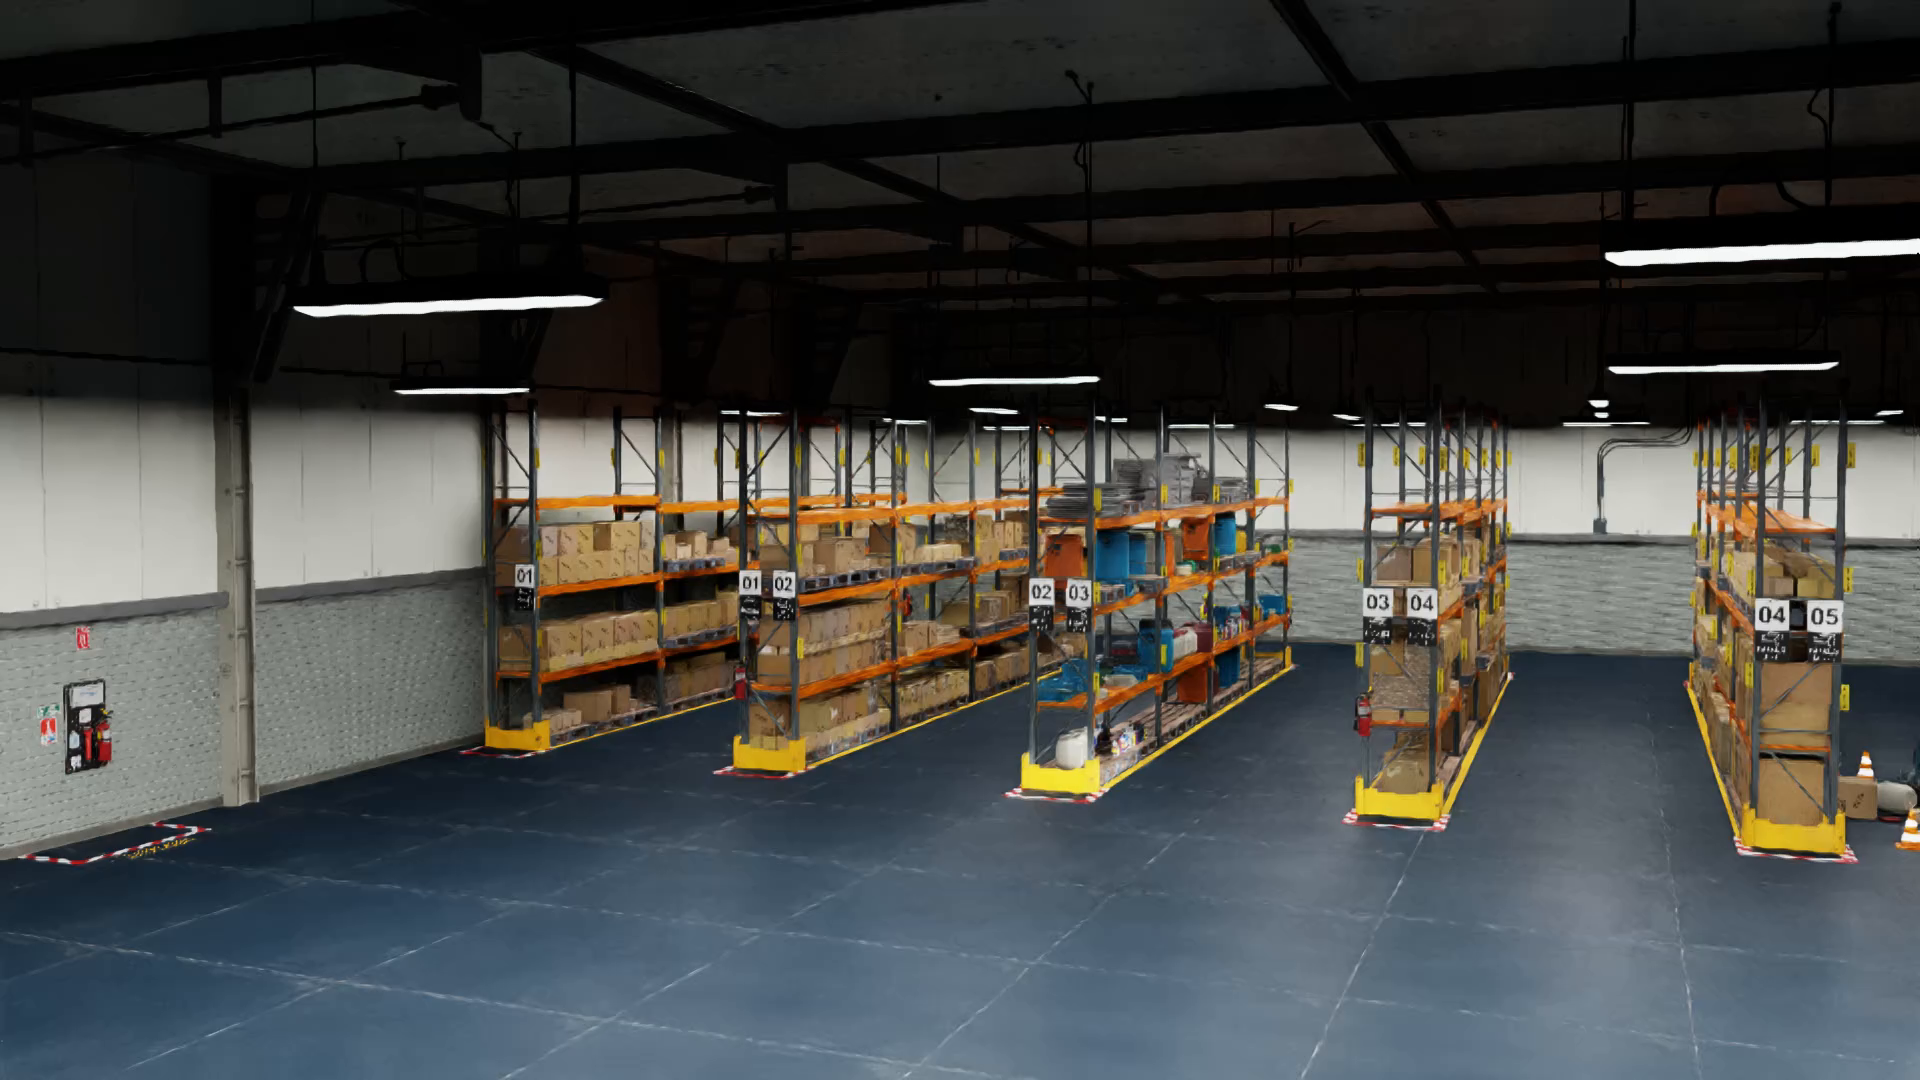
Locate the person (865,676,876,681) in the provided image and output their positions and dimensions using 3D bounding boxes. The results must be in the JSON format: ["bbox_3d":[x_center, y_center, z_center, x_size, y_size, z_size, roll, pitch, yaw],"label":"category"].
[{"bbox_3d":[-1.800,2.369,34.933,0.450,1.782,0.614,0,3,-9],"label":"person"}]

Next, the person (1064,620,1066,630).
[{"bbox_3d":[3.051,1.982,45.006,0.580,1.619,0.507,1,3,21],"label":"person"}]

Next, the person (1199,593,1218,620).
[{"bbox_3d":[6.050,2.130,40.586,0.588,1.702,1.033,2,3,31],"label":"person"}]
